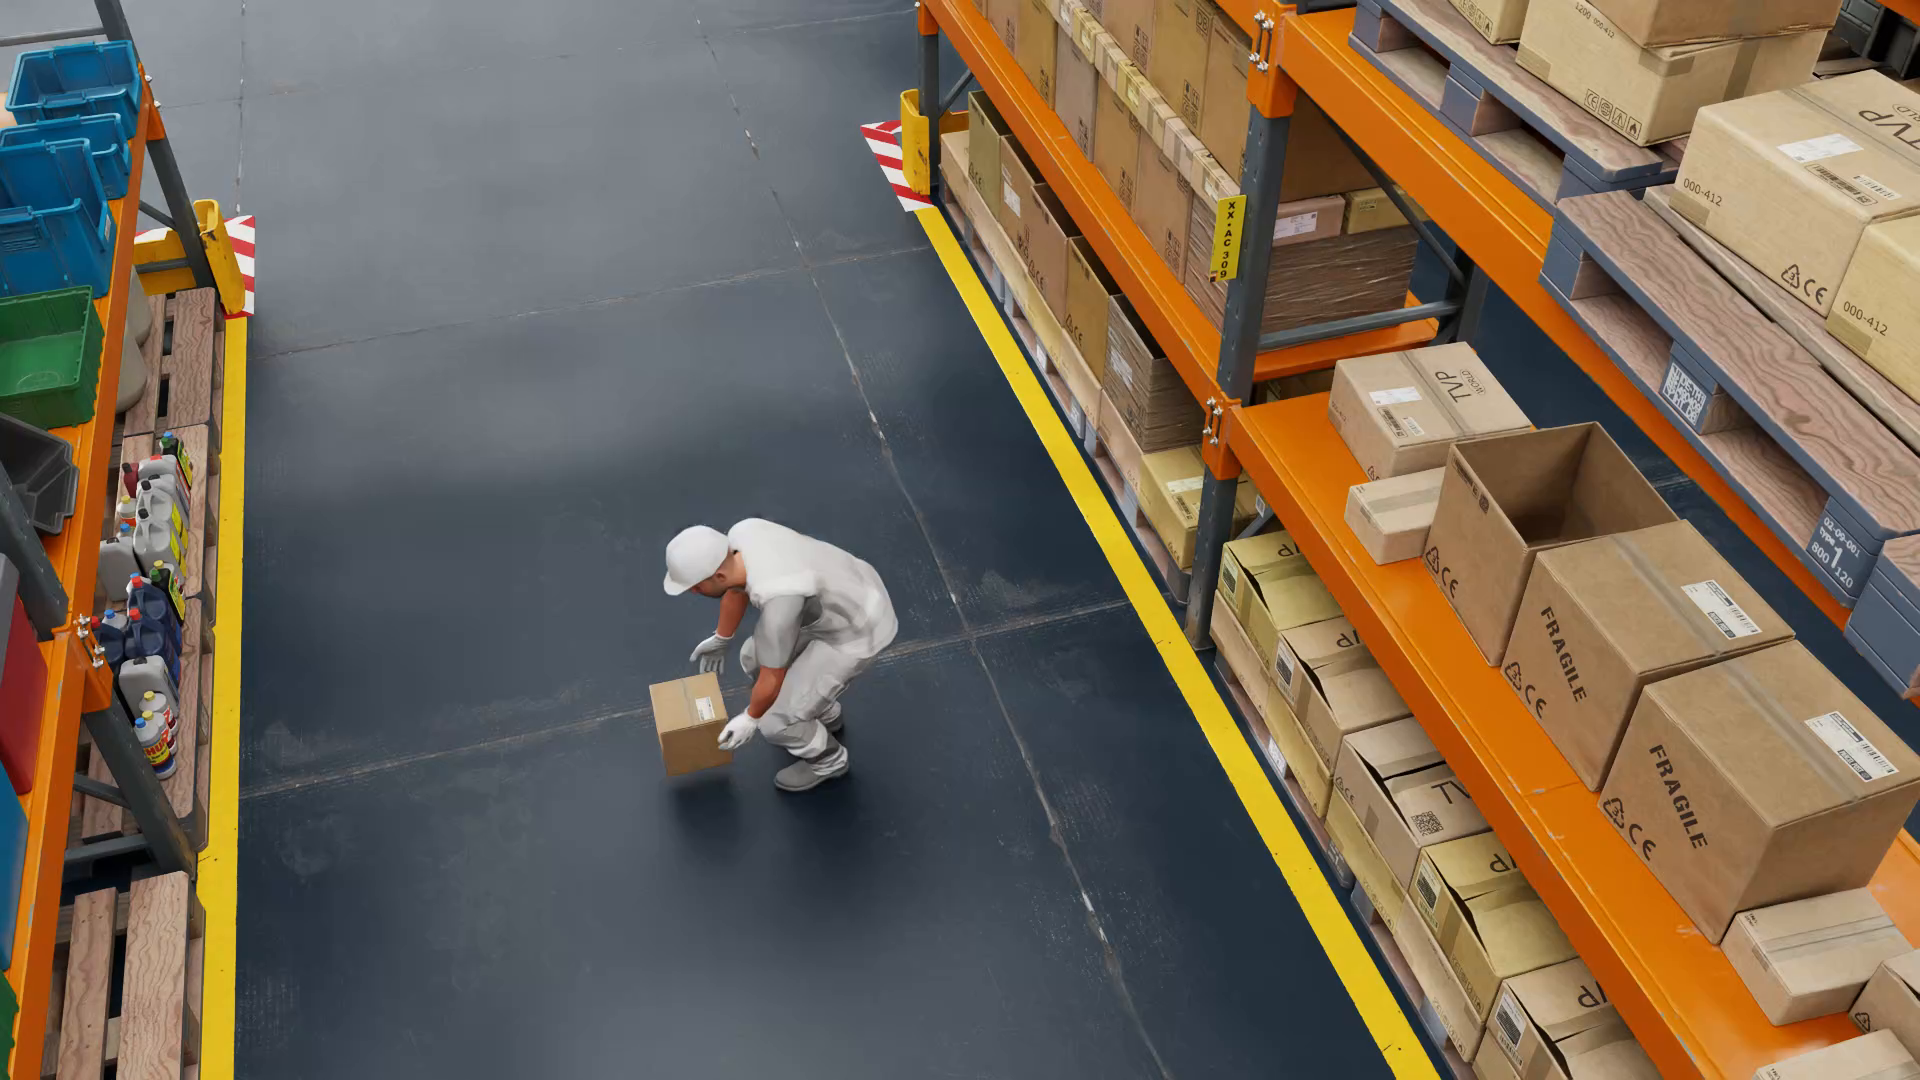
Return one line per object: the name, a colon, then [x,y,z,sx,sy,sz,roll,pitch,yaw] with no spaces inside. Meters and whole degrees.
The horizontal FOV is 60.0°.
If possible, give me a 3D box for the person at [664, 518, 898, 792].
person: [-0.626,0.396,6.071,0.816,1.295,0.584,-12,43,-13]
